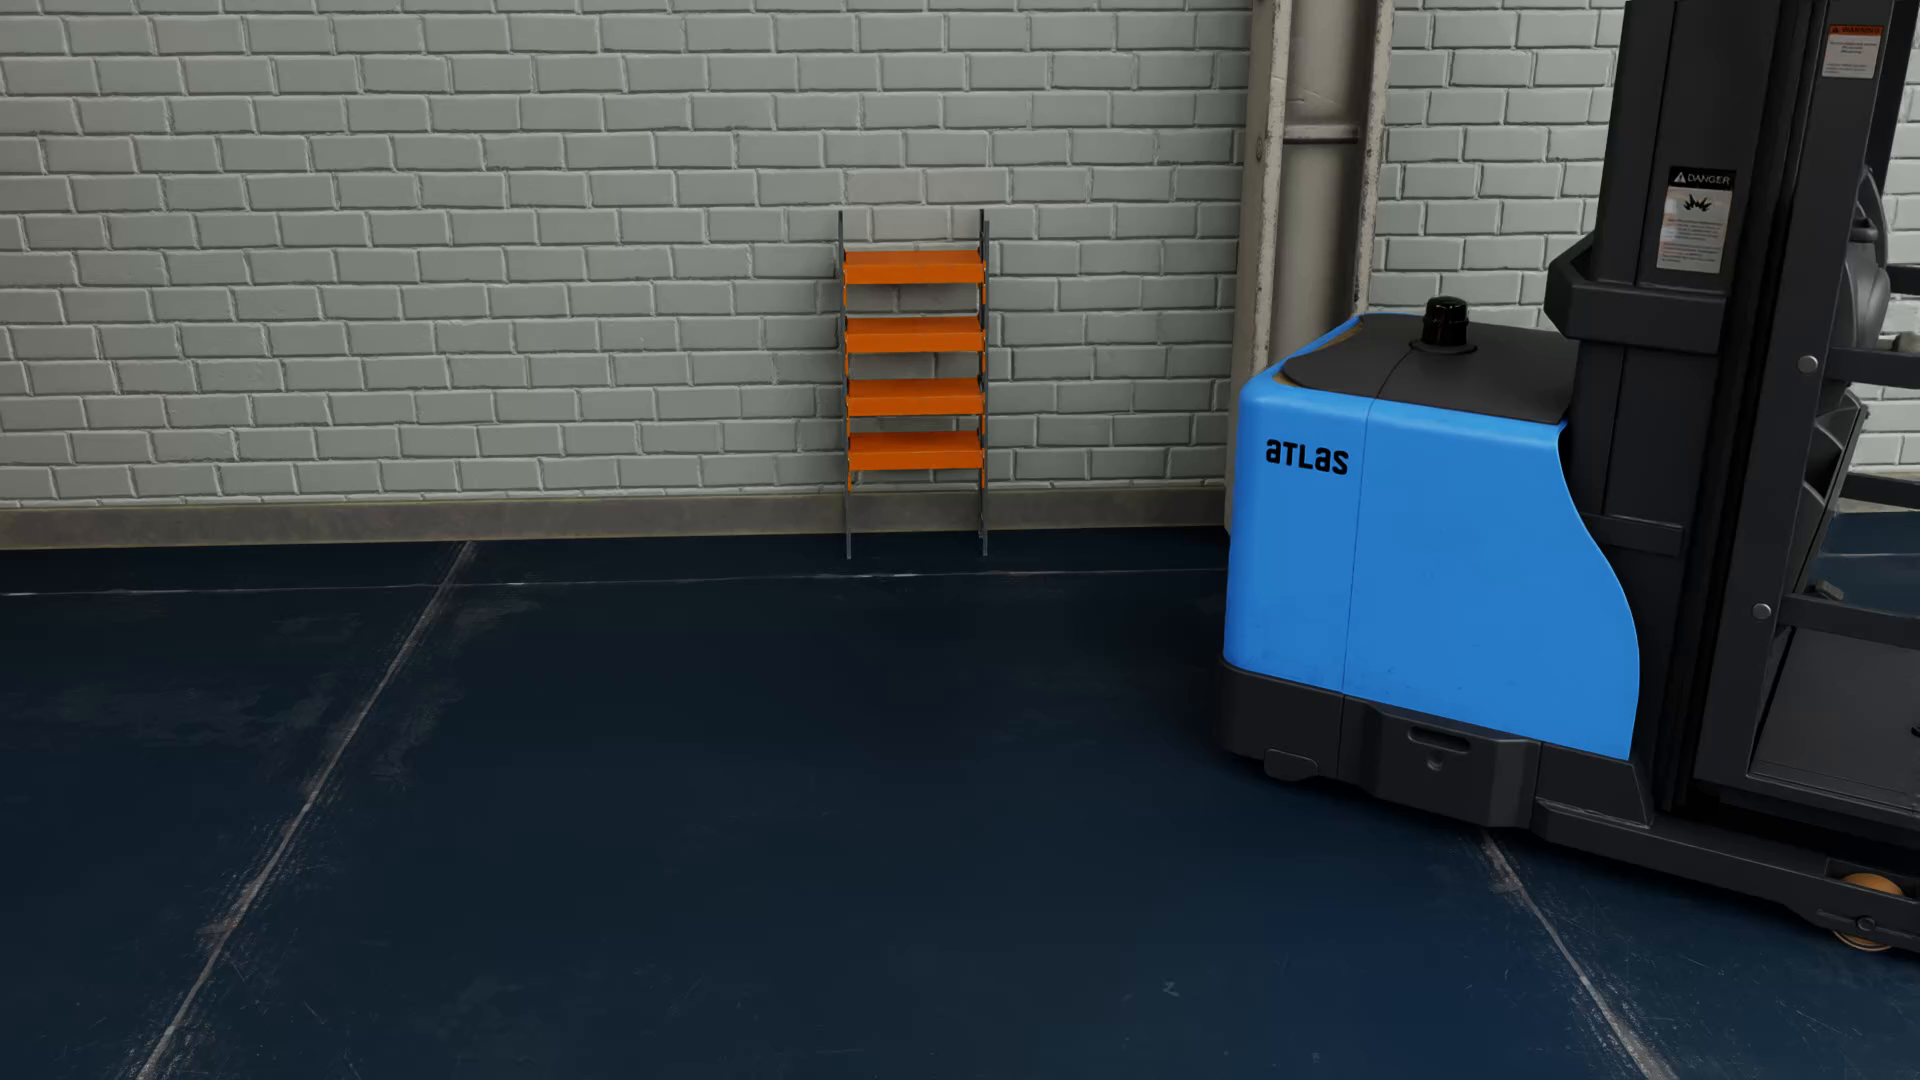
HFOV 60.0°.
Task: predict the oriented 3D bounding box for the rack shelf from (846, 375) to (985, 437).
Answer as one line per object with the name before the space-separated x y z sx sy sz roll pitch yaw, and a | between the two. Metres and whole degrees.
rack shelf | -0.161 -0.476 5.874 0.480 0.148 0.258 -1 21 -4

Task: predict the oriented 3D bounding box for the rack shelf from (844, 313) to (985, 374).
rack shelf | -0.161 -0.685 5.794 0.480 0.148 0.258 -1 21 -4

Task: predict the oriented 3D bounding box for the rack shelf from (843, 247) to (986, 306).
rack shelf | -0.161 -0.906 5.710 0.480 0.148 0.258 -1 21 -4

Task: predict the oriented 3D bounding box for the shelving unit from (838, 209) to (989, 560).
shelving unit | -0.161 -0.539 5.850 0.503 1.200 0.258 -1 21 -4

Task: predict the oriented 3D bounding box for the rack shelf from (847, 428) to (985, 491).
rack shelf | -0.161 -0.291 5.945 0.480 0.148 0.258 -1 21 -4

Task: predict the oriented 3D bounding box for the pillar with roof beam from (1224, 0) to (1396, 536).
pillar with roof beam | 1.445 -2.693 0.548 0.400 9.000 9.100 -1 21 -3

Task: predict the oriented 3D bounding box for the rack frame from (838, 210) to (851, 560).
rack frame | -0.404 -0.533 5.835 0.015 1.200 0.240 -1 21 -4

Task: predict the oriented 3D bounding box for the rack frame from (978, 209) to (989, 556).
rack frame | 0.083 -0.545 5.865 0.015 1.200 0.240 -1 21 -4

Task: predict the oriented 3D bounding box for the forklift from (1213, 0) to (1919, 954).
forklift | 2.213 -0.634 3.666 3.031 2.935 1.130 12 24 29
